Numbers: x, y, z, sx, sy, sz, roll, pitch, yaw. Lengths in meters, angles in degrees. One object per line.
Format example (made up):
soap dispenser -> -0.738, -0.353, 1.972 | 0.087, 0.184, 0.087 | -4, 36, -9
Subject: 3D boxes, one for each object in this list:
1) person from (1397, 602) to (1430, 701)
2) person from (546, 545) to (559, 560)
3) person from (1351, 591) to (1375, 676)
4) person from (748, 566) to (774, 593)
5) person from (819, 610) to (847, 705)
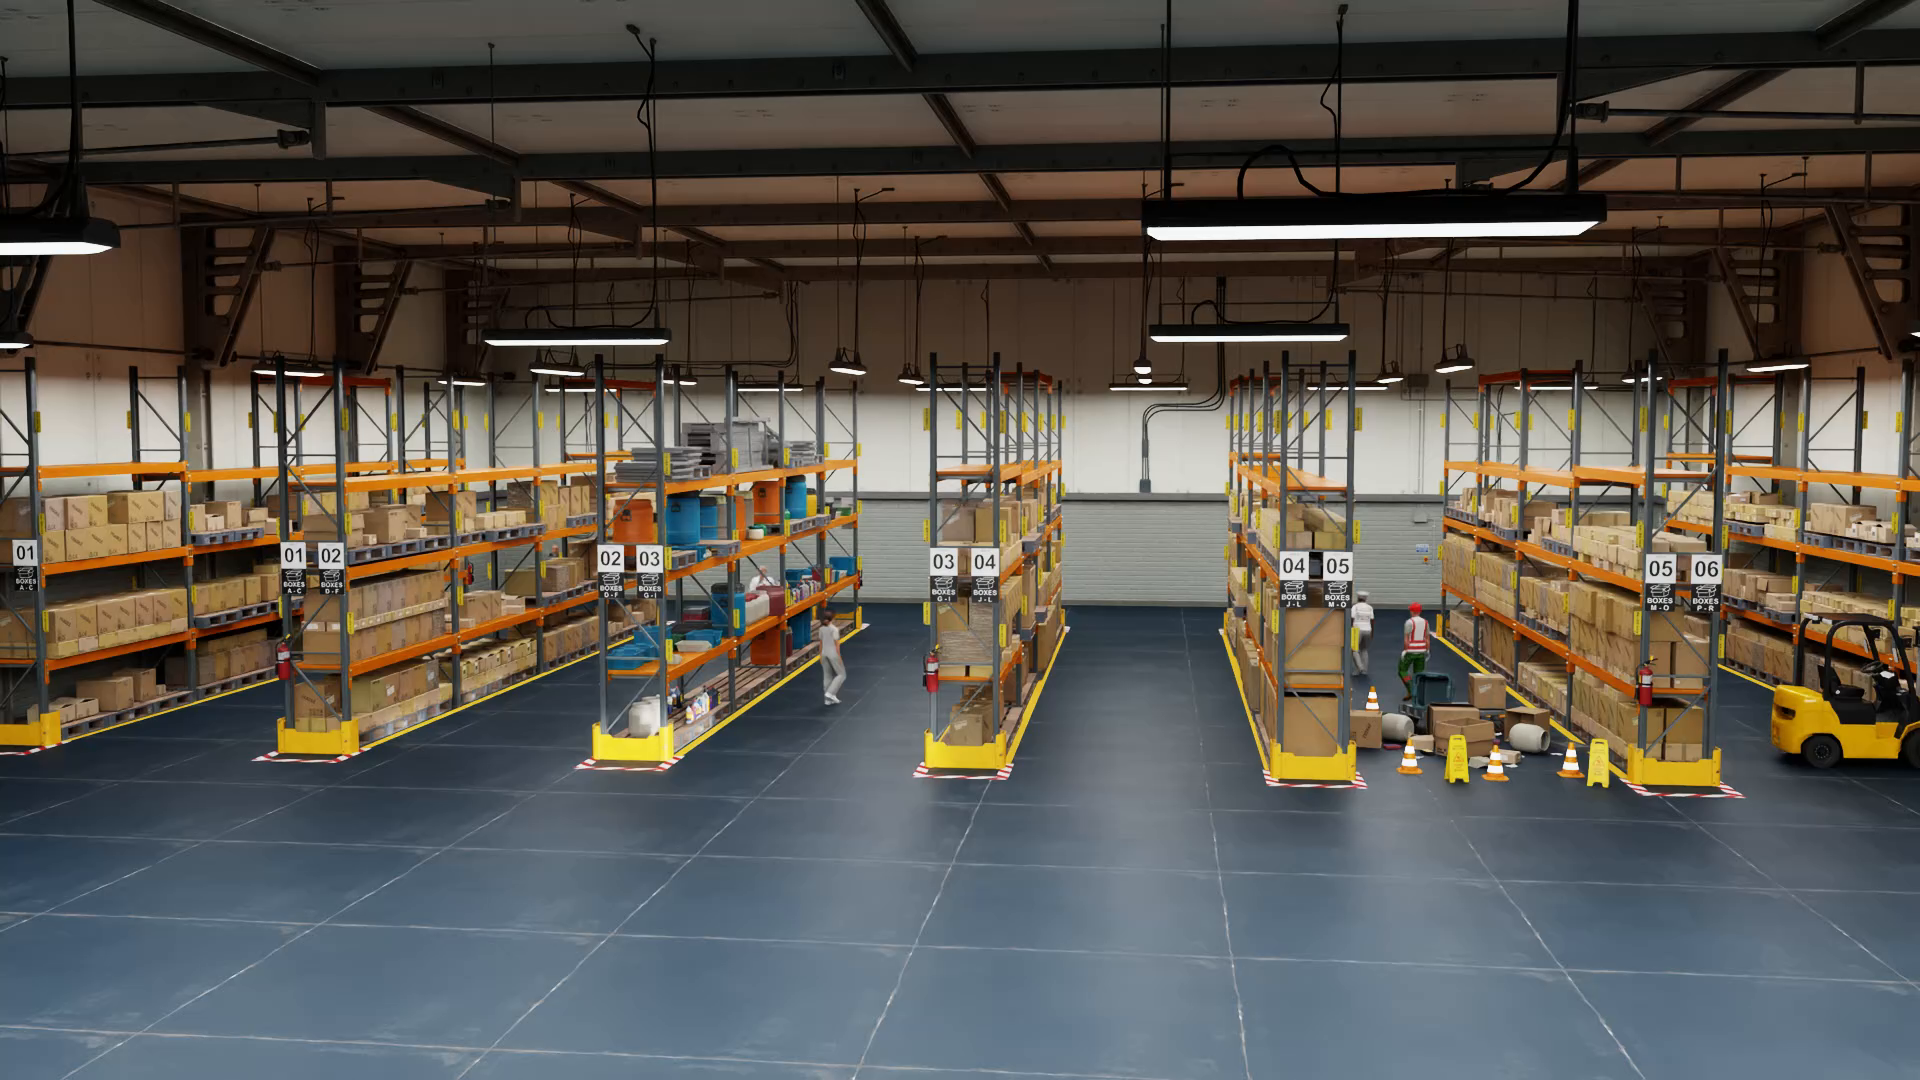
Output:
person -> 8.126, 2.010, 29.663 | 0.602, 1.791, 0.467 | -1, 4, -20
person -> -11.080, 0.968, 45.366 | 1.106, 1.665, 0.523 | 2, 4, 23
person -> 7.989, 1.858, 32.946 | 0.512, 1.660, 0.595 | -1, 4, -10
person -> -4.554, 1.450, 37.782 | 0.588, 1.698, 1.117 | 2, 4, 26
person -> -2.318, 2.210, 29.465 | 0.482, 1.424, 0.472 | 3, 5, 36
